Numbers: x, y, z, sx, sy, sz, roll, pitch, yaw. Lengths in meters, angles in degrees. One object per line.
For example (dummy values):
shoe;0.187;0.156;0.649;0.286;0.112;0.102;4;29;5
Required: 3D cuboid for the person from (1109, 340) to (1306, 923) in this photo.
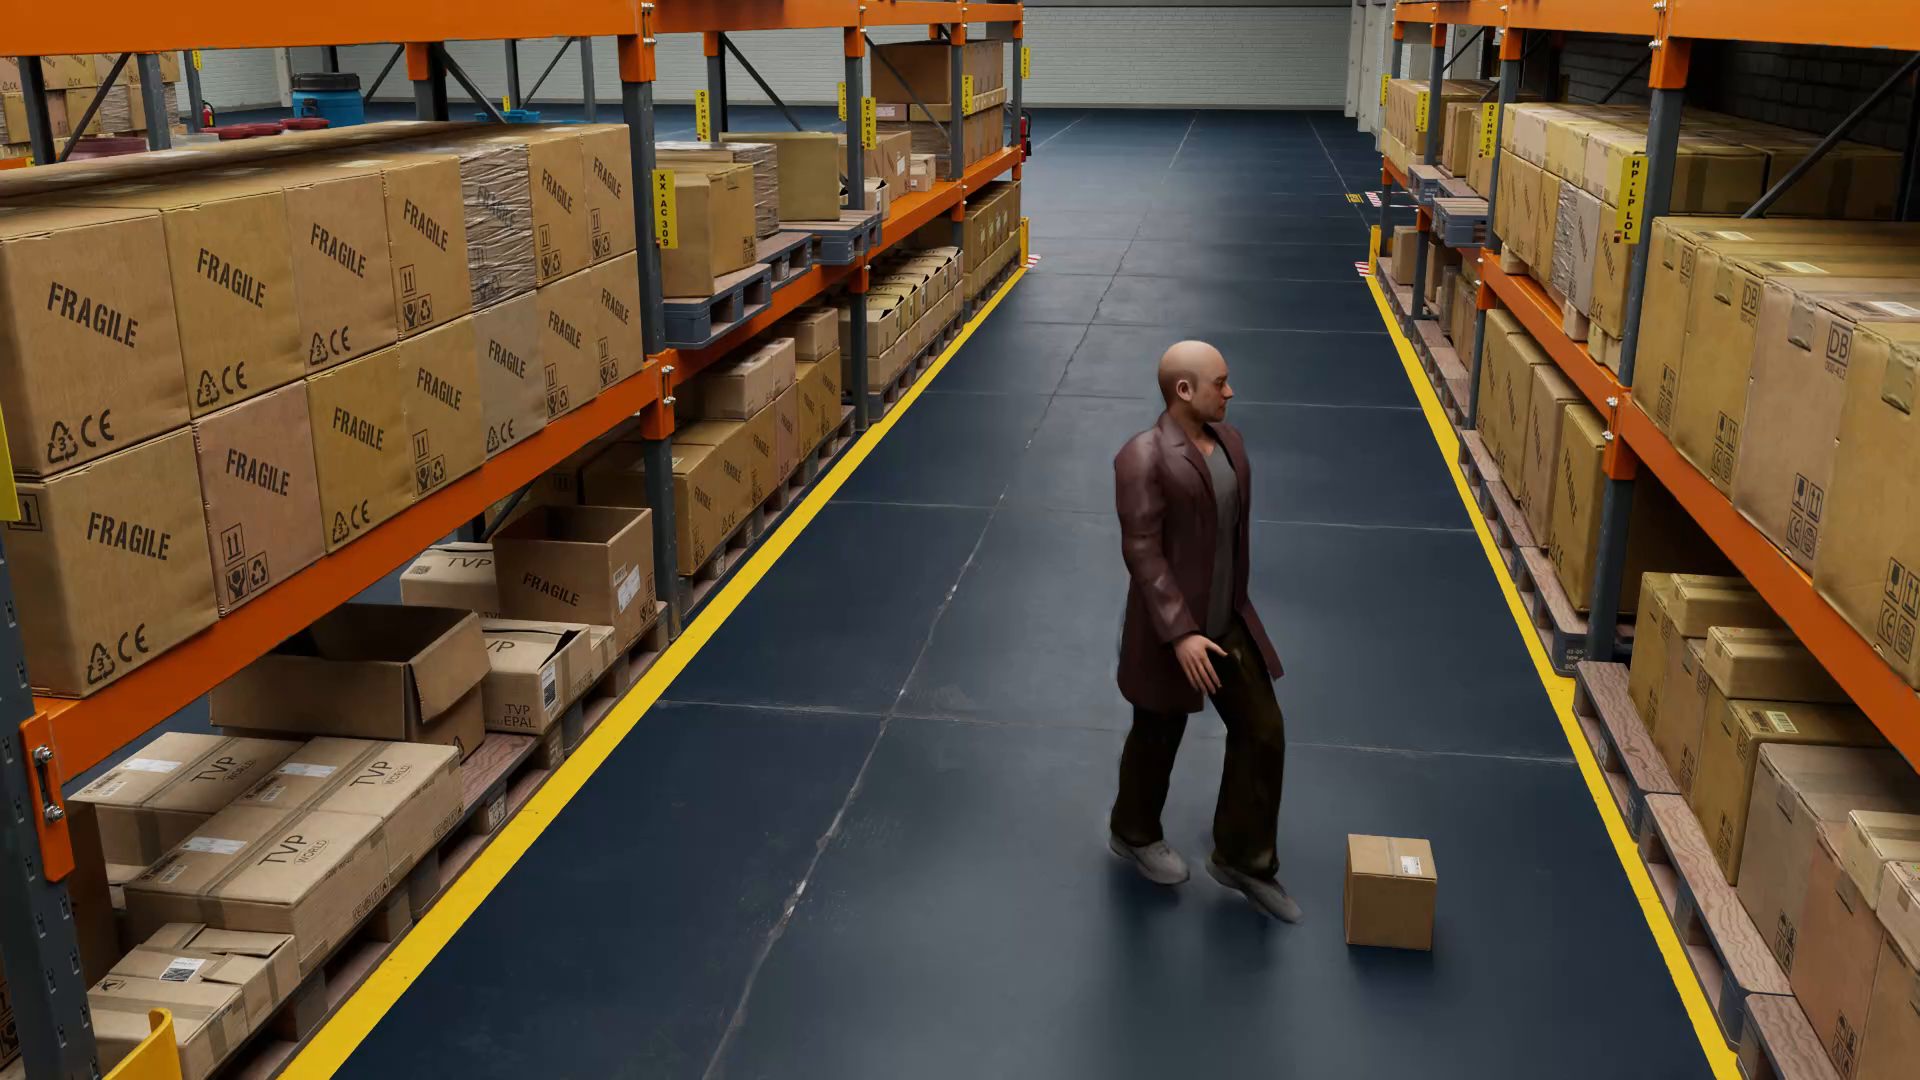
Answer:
person;0.751;0.309;5.143;0.598;1.832;0.695;-12;21;-33
